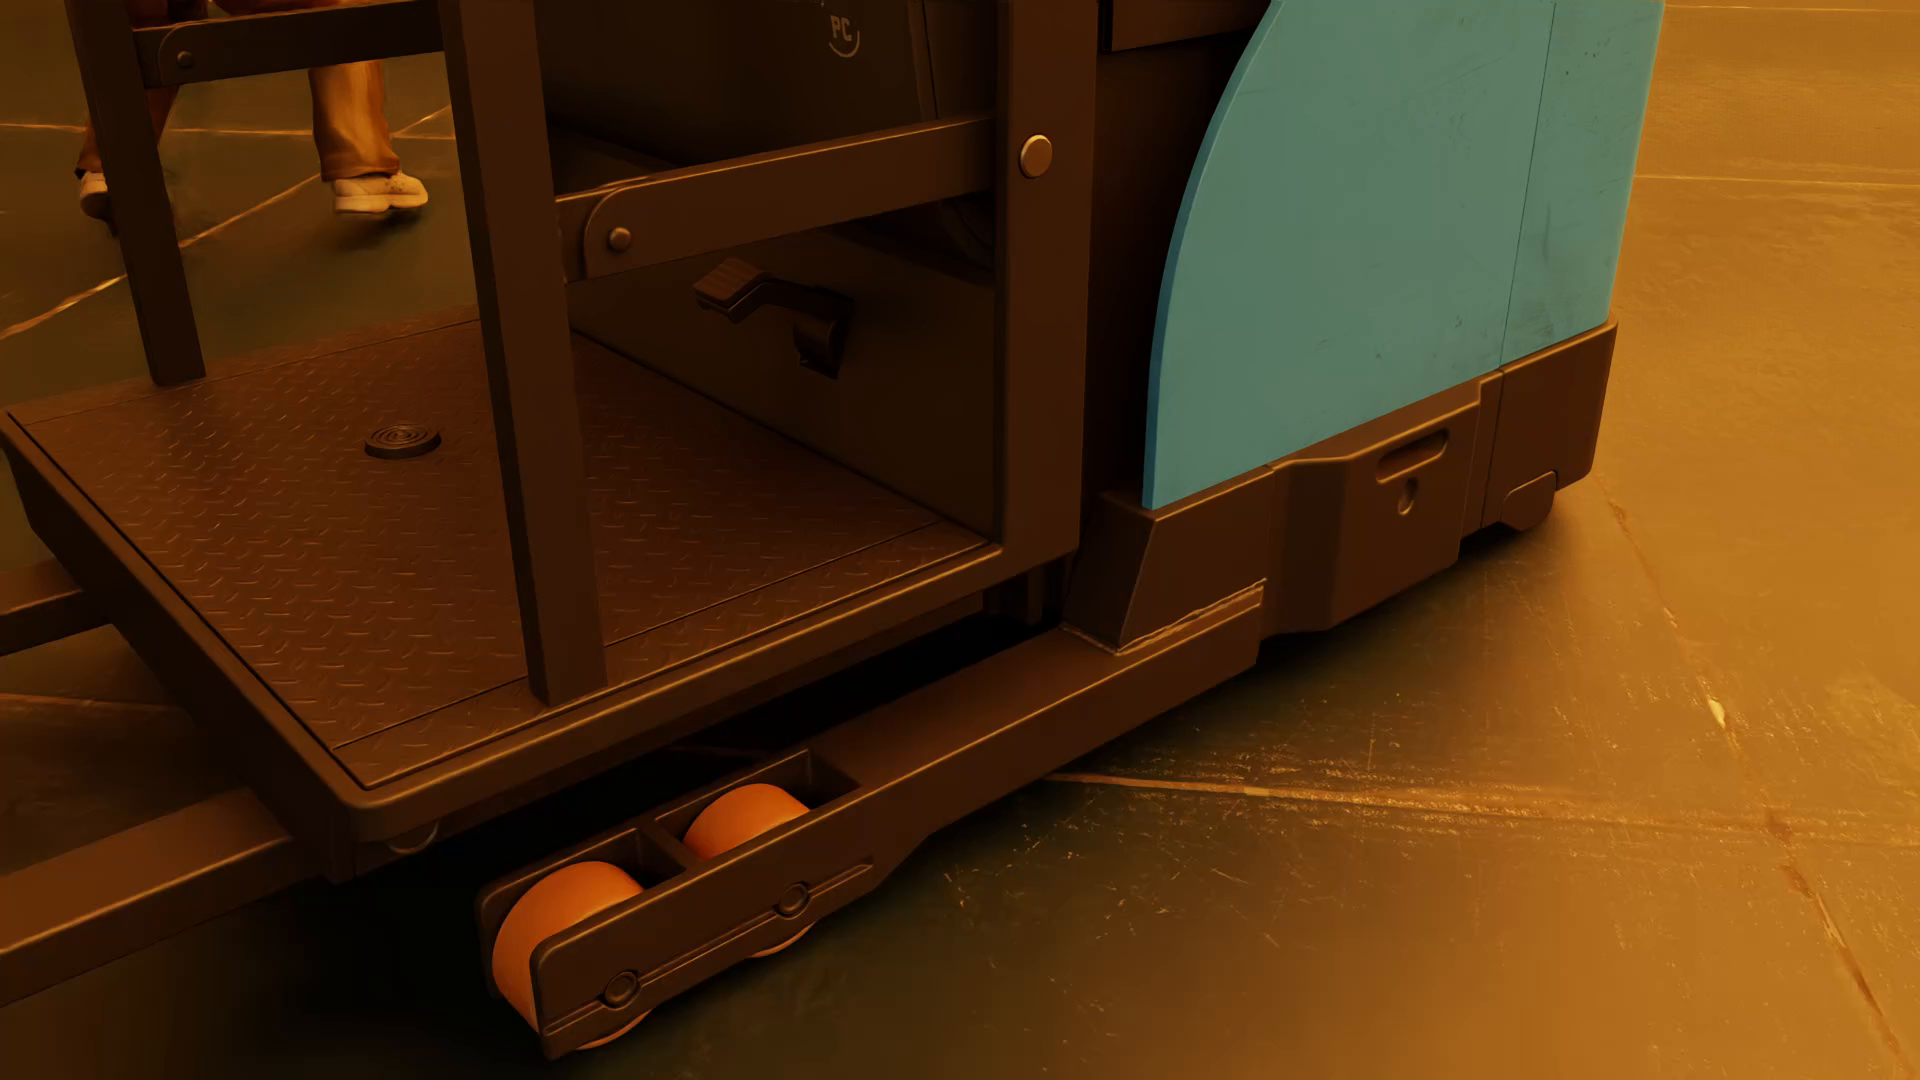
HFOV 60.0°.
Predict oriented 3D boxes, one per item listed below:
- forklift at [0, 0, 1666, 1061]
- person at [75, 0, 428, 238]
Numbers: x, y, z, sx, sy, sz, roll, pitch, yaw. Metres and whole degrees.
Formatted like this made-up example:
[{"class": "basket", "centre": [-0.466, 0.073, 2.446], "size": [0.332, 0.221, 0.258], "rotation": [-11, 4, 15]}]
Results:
[{"class": "forklift", "centre": [-0.462, -1.104, 1.429], "size": [3.031, 2.935, 1.130], "rotation": [-21, 33, -36]}, {"class": "person", "centre": [-1.627, -1.425, 3.733], "size": [0.847, 1.534, 0.912], "rotation": [2, 27, 5]}]
